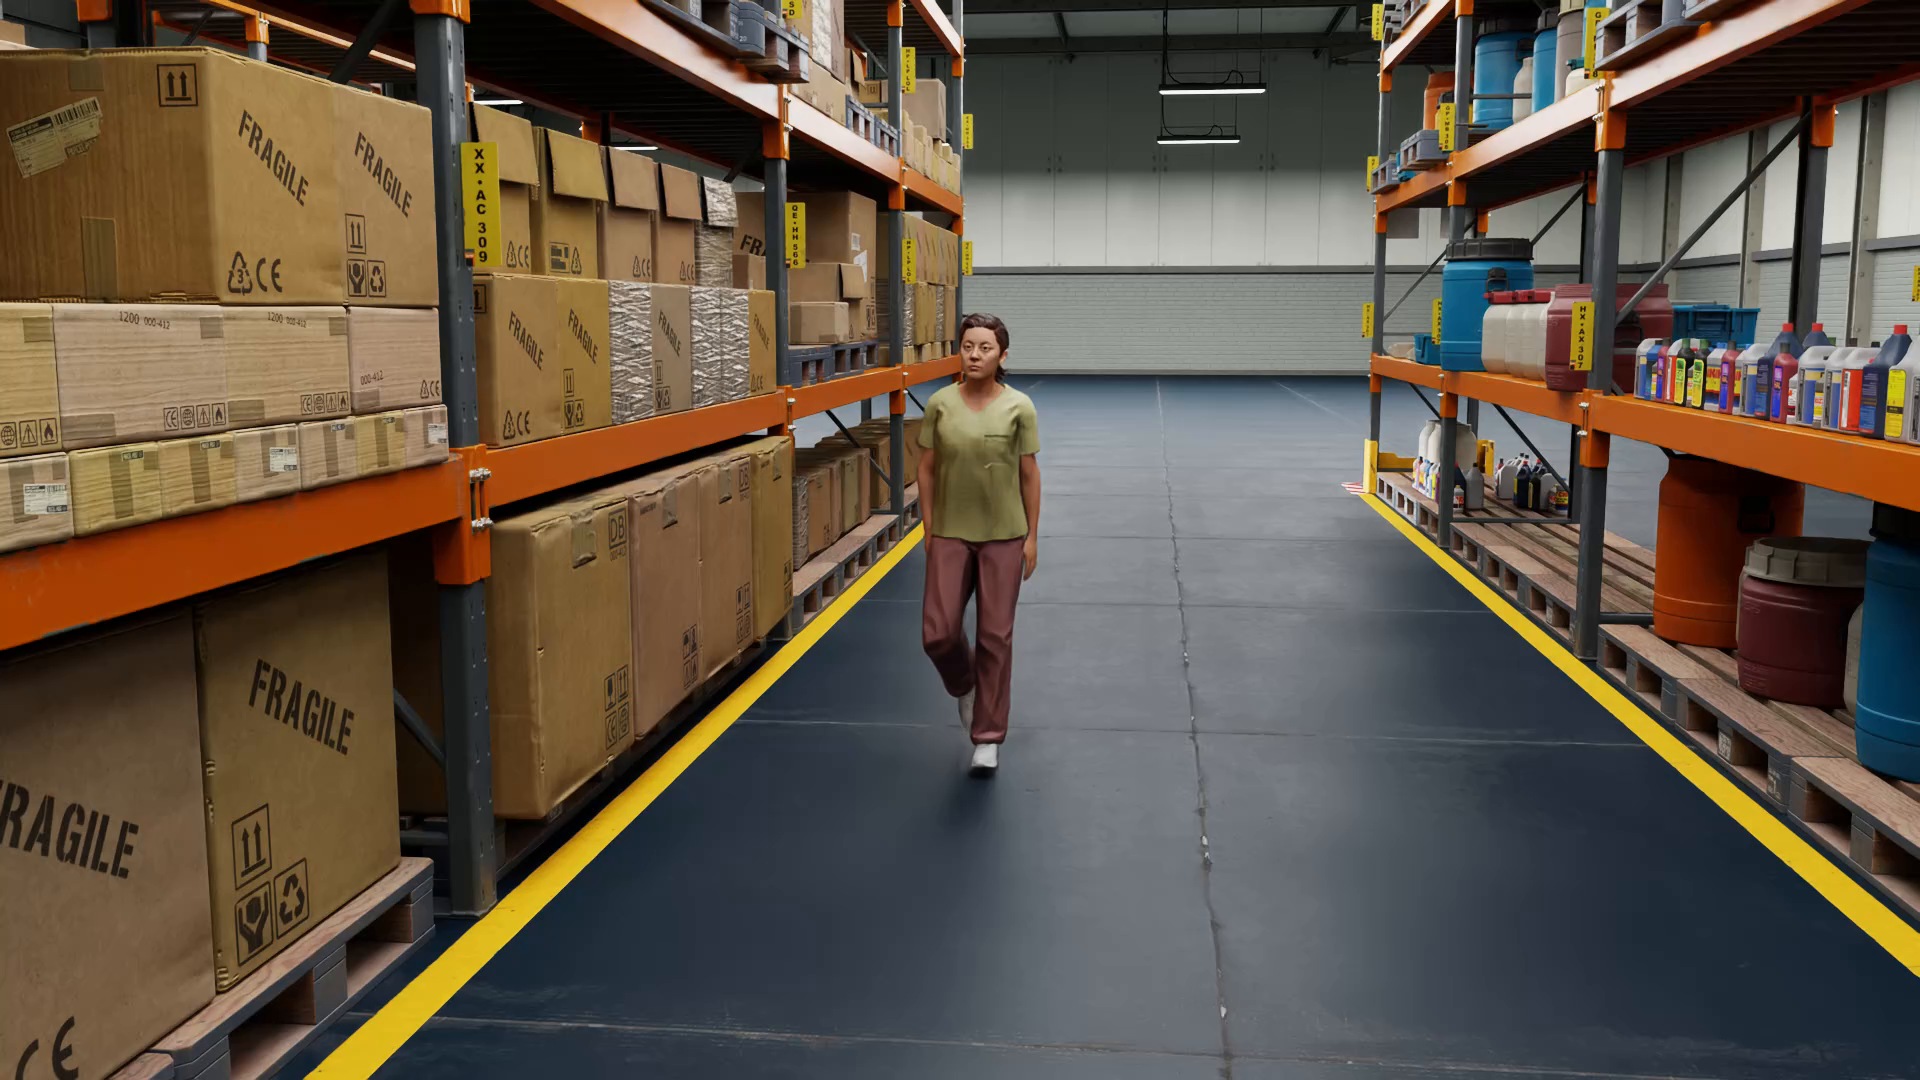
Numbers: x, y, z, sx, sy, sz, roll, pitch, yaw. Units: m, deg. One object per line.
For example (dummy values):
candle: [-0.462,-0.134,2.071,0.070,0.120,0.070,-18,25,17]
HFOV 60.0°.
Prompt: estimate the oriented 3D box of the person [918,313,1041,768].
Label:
person: [0.074,-0.007,6.201,0.460,1.664,0.527,1,8,7]
